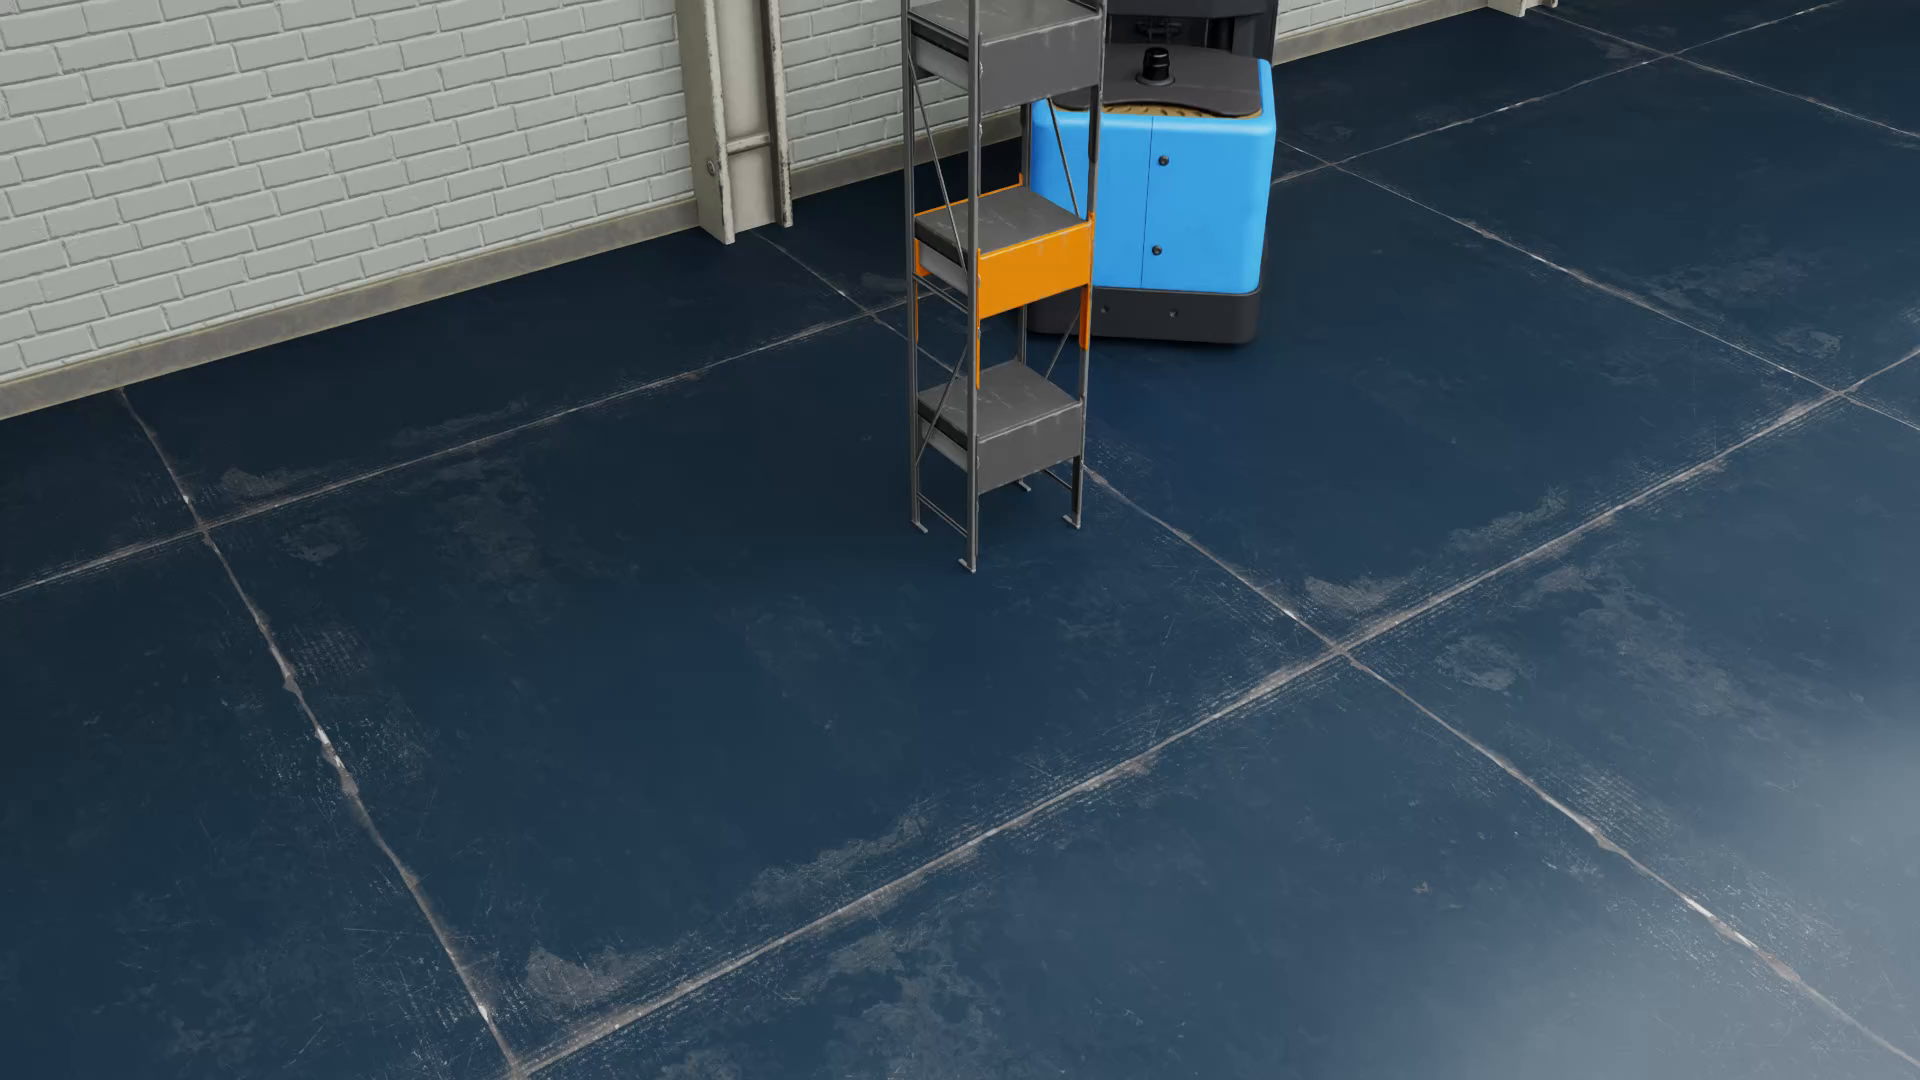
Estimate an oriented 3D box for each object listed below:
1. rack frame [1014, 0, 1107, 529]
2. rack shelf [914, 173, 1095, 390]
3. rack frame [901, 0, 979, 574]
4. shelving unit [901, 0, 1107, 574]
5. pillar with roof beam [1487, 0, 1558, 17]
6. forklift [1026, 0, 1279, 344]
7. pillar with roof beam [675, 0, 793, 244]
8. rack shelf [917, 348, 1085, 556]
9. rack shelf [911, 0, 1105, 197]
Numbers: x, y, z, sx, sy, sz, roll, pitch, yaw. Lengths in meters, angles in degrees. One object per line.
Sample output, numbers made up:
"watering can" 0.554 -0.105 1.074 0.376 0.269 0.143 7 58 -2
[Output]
"rack frame" 0.335 -0.990 5.828 0.015 2.100 0.400 -22 41 -28
"rack shelf" 0.135 -0.897 5.722 0.480 0.518 0.431 -22 41 -28
"rack frame" -0.064 -0.826 5.600 0.015 2.100 0.400 -22 41 -28
"shelving unit" 0.135 -0.908 5.714 0.503 2.100 0.431 -22 41 -28
"pillar with roof beam" 6.287 -5.231 5.816 0.400 9.000 9.100 -22 41 -28
"forklift" 0.962 -2.903 7.776 1.130 2.935 3.031 4 36 5
"pillar with roof beam" 1.383 -3.213 3.010 0.400 9.000 9.100 -22 41 -28
"rack shelf" 0.135 -0.329 6.131 0.480 0.518 0.431 -22 41 -28
"rack shelf" 0.135 -1.465 5.314 0.480 0.518 0.431 -22 41 -28
